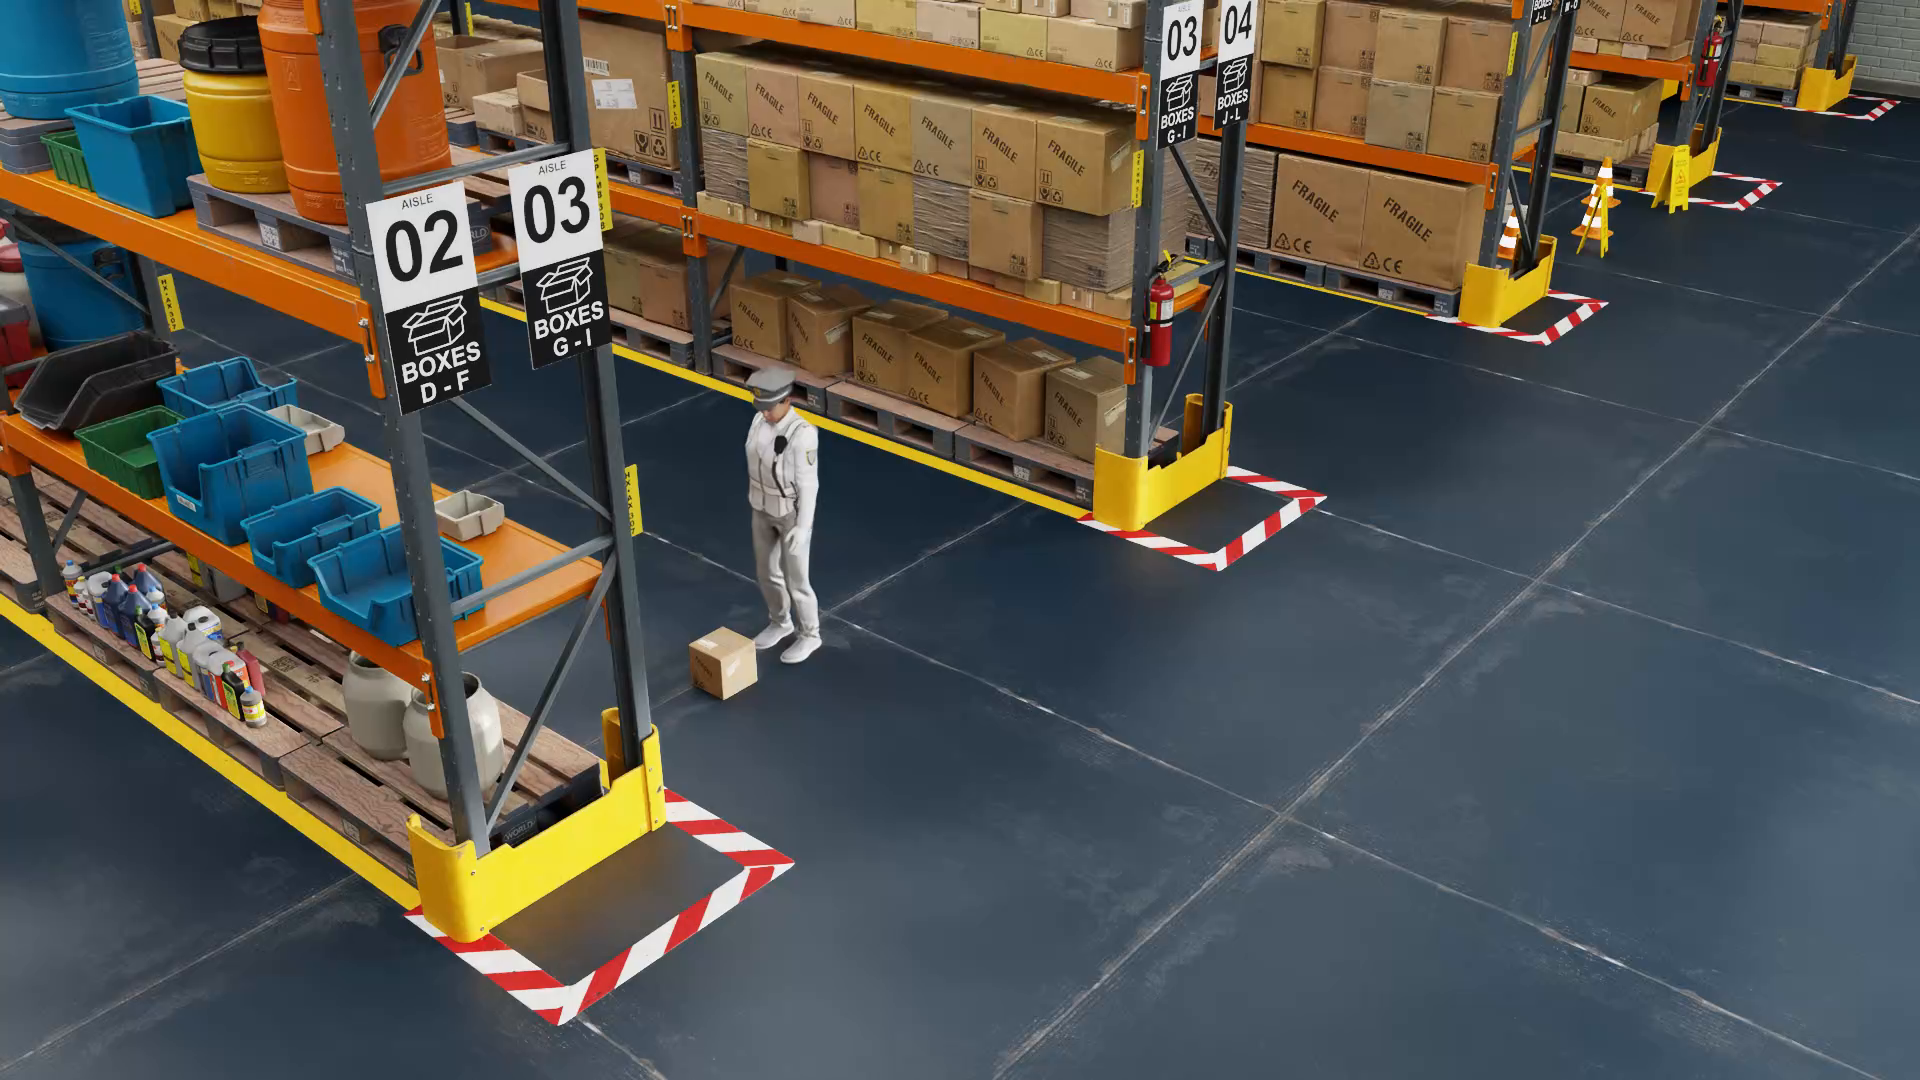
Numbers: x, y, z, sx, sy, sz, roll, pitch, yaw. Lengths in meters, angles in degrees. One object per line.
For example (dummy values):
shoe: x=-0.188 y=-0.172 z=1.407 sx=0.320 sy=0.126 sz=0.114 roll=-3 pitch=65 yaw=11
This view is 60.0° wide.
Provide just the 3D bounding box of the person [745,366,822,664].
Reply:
person: x=-0.942 y=-0.128 z=8.879 sx=0.472 sy=1.661 sz=0.321 roll=22 pitch=35 yaw=35
